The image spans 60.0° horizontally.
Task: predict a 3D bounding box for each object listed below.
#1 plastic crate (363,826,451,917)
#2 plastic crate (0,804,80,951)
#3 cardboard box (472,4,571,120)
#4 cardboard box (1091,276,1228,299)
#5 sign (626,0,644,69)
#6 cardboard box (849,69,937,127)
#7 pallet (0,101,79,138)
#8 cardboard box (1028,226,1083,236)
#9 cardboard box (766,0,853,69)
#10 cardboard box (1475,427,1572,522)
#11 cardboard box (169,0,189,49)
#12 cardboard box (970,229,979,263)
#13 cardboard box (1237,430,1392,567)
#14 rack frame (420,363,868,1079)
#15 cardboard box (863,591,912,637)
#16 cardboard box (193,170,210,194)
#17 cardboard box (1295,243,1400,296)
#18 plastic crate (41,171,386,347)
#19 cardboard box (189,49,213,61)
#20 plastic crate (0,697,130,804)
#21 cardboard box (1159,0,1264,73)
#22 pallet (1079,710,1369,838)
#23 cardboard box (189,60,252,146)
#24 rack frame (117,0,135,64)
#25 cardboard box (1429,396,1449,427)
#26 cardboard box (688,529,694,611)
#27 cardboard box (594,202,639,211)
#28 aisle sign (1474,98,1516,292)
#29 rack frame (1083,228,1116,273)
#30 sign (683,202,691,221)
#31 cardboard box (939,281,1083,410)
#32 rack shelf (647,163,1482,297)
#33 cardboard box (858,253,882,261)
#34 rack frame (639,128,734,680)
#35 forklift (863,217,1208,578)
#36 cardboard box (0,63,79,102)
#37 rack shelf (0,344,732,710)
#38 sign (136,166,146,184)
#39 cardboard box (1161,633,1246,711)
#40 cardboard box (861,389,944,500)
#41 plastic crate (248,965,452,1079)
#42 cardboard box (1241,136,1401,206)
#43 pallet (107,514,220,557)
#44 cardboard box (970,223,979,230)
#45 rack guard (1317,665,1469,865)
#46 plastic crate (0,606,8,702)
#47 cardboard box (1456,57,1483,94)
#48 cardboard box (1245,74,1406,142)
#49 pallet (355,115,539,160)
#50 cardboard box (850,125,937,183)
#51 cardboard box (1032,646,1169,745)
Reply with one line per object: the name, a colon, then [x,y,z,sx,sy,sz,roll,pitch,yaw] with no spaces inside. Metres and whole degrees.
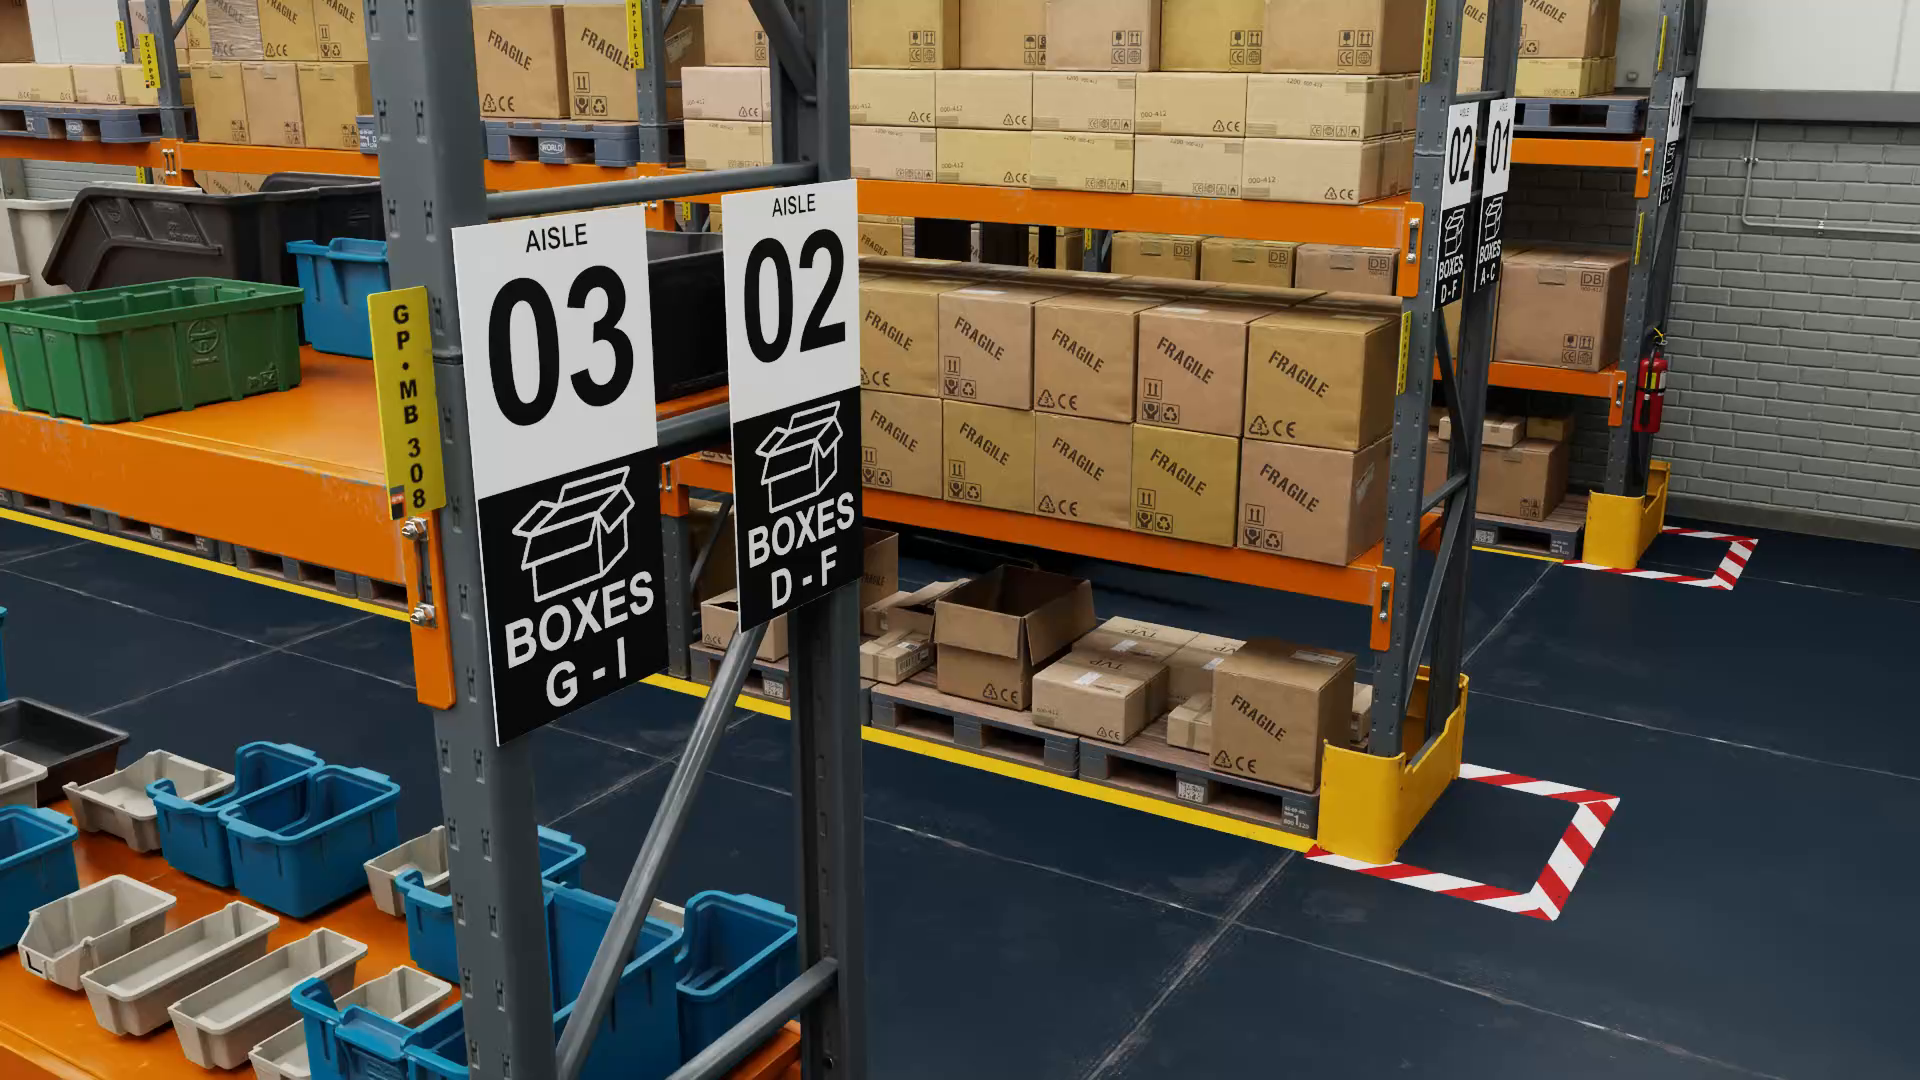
plastic crate: [-1.362,0.858,4.247,0.298,0.136,0.250,10,20,30]
plastic crate: [-2.400,0.854,4.092,0.300,0.233,0.416,10,20,30]
cardboard box: [-2.301,-2.705,9.399,0.600,0.600,0.600,10,19,29]
cardboard box: [0.966,-0.988,8.082,0.500,0.500,0.500,10,20,31]
sign: [-1.616,-2.516,8.274,0.005,0.325,0.100,10,20,30]
cardboard box: [-0.197,-2.095,7.855,0.500,0.250,0.500,10,20,30]
pallet: [-6.317,-2.986,11.716,1.213,0.211,1.003,11,20,33]
cardboard box: [0.729,-2.576,13.194,0.500,0.250,0.500,11,20,31]
cardboard box: [-0.543,-2.569,8.123,0.500,0.500,0.700,10,20,30]
cardboard box: [4.020,-0.488,11.906,0.500,0.500,0.700,10,20,30]
cardboard box: [-8.363,-5.599,18.065,0.500,0.500,0.500,10,19,29]
cardboard box: [0.295,-2.293,13.550,0.500,0.500,0.500,10,20,31]
cardboard box: [1.556,-0.223,7.282,0.500,0.500,0.500,11,20,32]
rack frame: [-0.516,1.052,3.257,0.127,3.000,1.000,10,20,30]
cardboard box: [-0.344,0.429,9.455,0.250,0.149,0.380,10,20,30]
cardboard box: [-8.299,-3.907,18.517,0.500,0.500,0.500,10,20,30]
cardboard box: [2.959,-1.846,12.283,0.700,0.700,0.980,9,19,27]
plastic crate: [-1.674,-0.654,3.819,0.767,0.338,0.504,10,20,30]
cardboard box: [-7.927,-5.047,17.967,0.500,0.500,0.500,11,20,33]
plastic crate: [-2.830,0.650,4.950,0.590,0.125,0.437,10,20,30]
cardboard box: [1.252,-2.307,7.262,0.500,0.500,0.700,10,20,30]
pallet: [1.335,1.028,8.136,1.213,0.211,1.003,10,20,30]
cardboard box: [-4.348,-2.816,10.659,0.500,0.500,0.910,10,20,30]
rack frame: [-8.965,-6.706,18.475,0.127,3.000,1.000,10,20,30]
cardboard box: [3.586,-0.944,12.291,0.250,0.149,0.380,10,20,31]
cardboard box: [-1.899,0.199,9.610,0.500,0.500,0.500,10,20,30]
cardboard box: [-3.044,-3.024,15.747,0.500,0.500,0.700,8,19,25]
aisle sign: [2.292,-1.481,7.122,0.004,0.787,0.394,10,20,30]
rack frame: [1.261,-2.010,13.338,0.127,3.000,1.000,10,20,30]
sign: [-2.424,-2.999,14.737,0.005,0.325,0.100,10,20,30]
cardboard box: [0.244,-0.933,7.898,0.500,0.500,0.500,11,20,32]
rack shelf: [0.376,-1.570,7.964,4.000,0.370,1.077,10,20,30]
cardboard box: [-0.762,-1.296,9.095,0.500,0.500,0.500,10,20,30]
rack frame: [-1.329,-0.783,9.297,0.127,3.000,1.000,10,20,30]
forklift: [0.509,-1.295,11.101,3.031,2.935,1.130,12,21,34]
cardboard box: [-6.549,-3.258,11.821,0.500,0.250,0.500,8,19,25]
rack shelf: [-2.220,-0.343,3.927,4.000,0.370,1.077,10,20,30]
sign: [-9.249,-4.115,18.779,0.005,0.325,0.100,10,20,30]
cardboard box: [1.339,0.702,8.384,0.500,0.250,0.500,10,20,30]
cardboard box: [-0.174,-0.532,8.299,0.500,0.500,0.500,10,20,30]
plastic crate: [-1.305,1.070,3.548,0.243,0.136,0.396,10,20,30]
cardboard box: [1.504,-1.551,6.922,0.500,0.250,0.500,10,20,30]
pallet: [-5.418,-0.192,12.149,1.213,0.211,1.003,10,20,30]
cardboard box: [0.298,-2.657,13.457,0.500,0.250,0.500,11,20,31]
rack guard: [2.015,1.010,7.695,0.348,0.500,1.175,10,20,30]
plastic crate: [-3.348,0.409,5.298,0.575,0.384,0.392,10,20,30]
cardboard box: [3.462,-3.139,11.255,0.500,0.250,0.500,9,19,28]
cardboard box: [1.509,-1.792,6.857,0.500,0.250,0.500,10,20,30]
pallet: [-2.733,-2.402,9.789,1.003,0.211,1.213,10,20,30]
cardboard box: [-0.195,-1.857,7.932,0.500,0.250,0.500,10,20,30]
cardboard box: [0.694,0.757,8.201,0.500,0.250,0.500,10,20,30]
